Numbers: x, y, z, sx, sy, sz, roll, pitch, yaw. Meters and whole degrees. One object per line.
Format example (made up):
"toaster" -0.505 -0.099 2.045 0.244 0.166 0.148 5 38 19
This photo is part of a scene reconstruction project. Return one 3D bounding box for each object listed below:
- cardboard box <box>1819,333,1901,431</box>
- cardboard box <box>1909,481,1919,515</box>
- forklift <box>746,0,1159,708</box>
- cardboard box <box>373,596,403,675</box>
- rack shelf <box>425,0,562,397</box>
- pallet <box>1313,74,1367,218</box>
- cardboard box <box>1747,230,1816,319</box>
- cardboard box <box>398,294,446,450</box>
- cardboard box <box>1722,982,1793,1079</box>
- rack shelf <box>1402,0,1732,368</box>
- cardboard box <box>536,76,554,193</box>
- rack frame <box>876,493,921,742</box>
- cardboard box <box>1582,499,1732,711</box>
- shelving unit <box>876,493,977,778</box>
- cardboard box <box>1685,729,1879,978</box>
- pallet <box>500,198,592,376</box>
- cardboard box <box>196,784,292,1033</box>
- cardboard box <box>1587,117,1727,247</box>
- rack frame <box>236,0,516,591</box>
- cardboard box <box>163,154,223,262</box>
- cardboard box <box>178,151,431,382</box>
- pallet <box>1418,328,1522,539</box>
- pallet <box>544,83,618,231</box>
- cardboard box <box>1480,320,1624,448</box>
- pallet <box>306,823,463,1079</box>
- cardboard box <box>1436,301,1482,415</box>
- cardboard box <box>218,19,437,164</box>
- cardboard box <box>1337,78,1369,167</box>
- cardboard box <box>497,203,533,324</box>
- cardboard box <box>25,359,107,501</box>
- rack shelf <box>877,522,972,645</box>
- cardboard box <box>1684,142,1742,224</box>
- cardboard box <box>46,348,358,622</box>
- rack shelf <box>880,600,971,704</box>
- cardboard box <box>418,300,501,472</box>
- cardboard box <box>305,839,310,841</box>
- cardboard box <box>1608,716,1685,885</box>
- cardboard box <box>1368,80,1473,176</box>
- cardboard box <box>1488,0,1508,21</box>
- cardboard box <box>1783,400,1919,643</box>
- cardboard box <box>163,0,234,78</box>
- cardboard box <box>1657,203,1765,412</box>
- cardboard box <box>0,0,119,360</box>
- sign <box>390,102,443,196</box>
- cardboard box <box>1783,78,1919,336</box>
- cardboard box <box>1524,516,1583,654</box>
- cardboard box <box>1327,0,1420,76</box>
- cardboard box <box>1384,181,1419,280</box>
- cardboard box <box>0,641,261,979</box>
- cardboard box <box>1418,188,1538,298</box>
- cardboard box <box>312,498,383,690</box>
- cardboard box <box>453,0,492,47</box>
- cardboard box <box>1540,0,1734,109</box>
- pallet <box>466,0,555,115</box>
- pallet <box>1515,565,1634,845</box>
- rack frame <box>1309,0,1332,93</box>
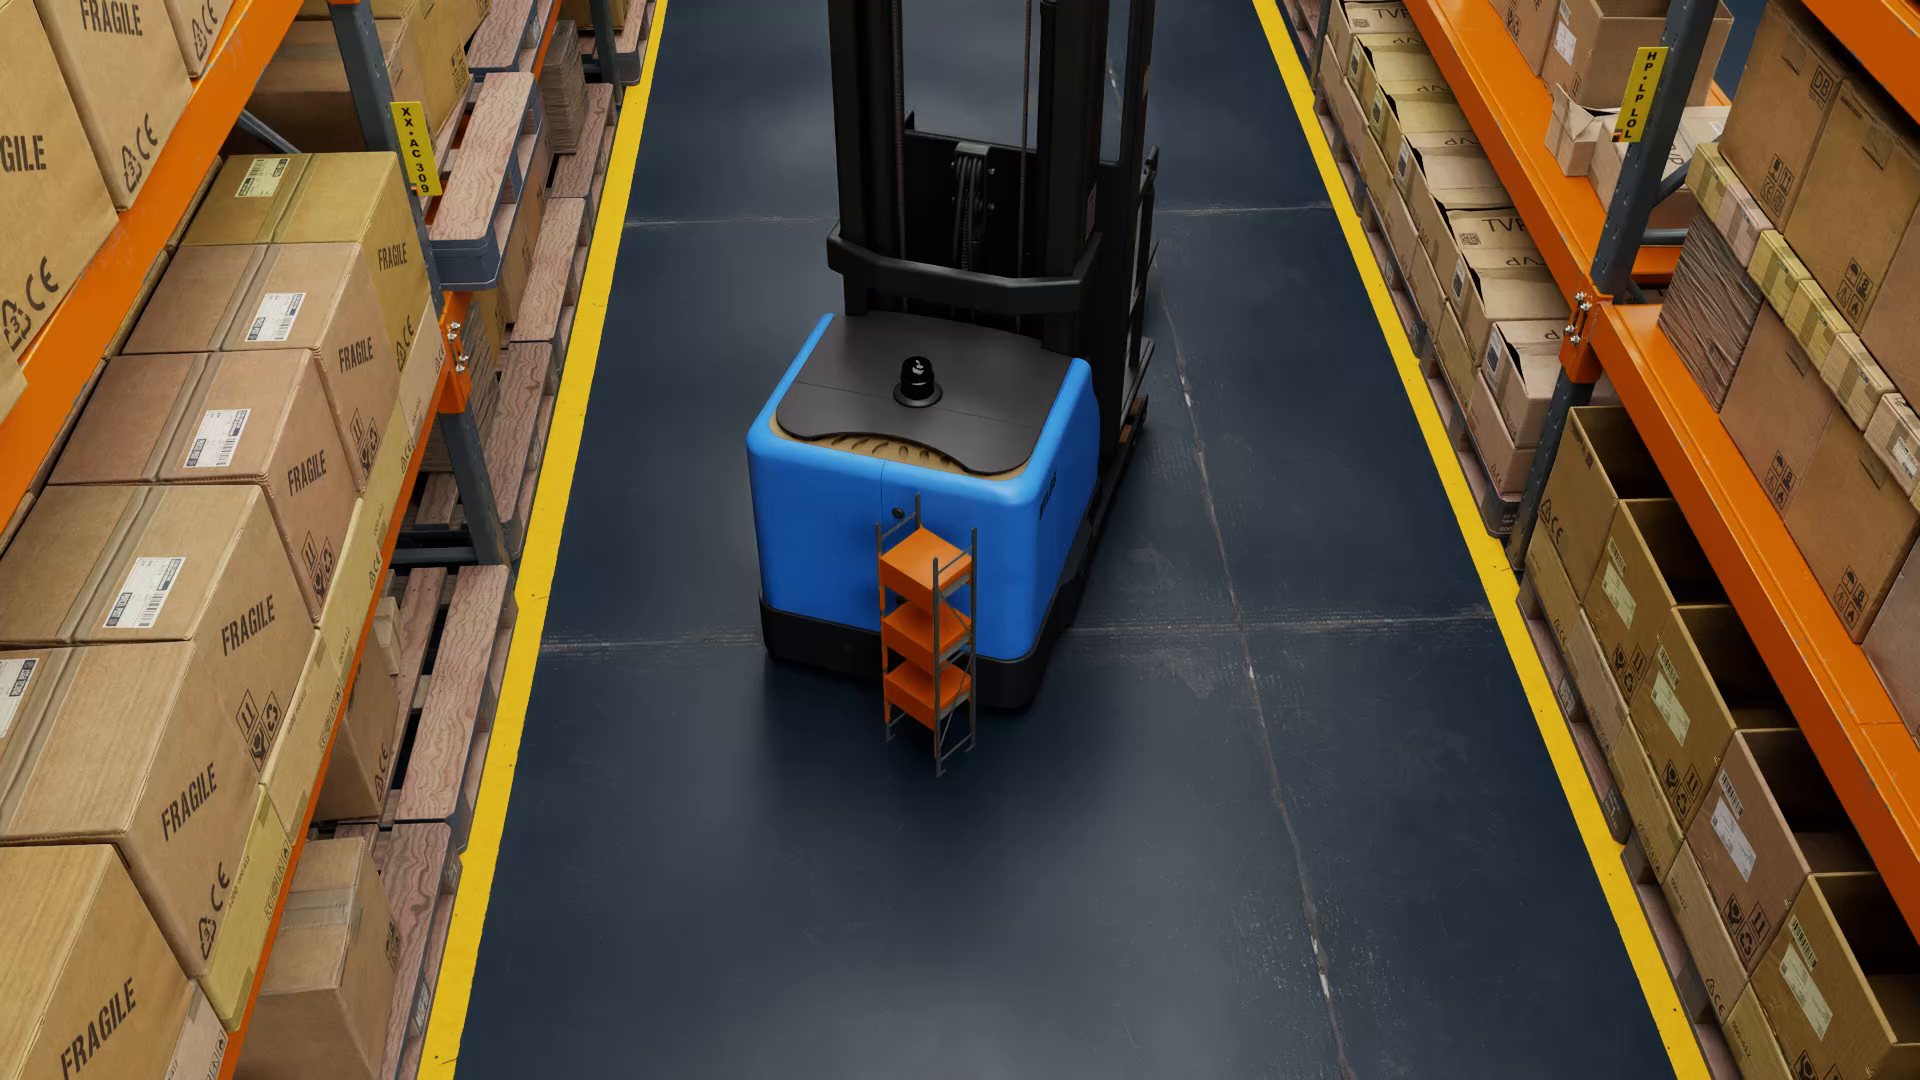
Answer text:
"cardboard box" 2.559 -0.431 4.446 0.380 0.149 0.250 -3 43 -3
"cardboard box" 2.583 -0.075 4.058 0.380 0.149 0.250 -2 43 -2
"forklift" 0.185 -1.485 6.201 1.130 2.935 3.031 12 44 13
"cardboard box" -2.200 0.356 5.913 0.380 0.166 0.250 -7 43 -7
"rack shelf" -2.338 -1.972 7.214 1.077 0.370 4.000 -2 43 -2
"pallet" 2.522 -2.147 8.936 1.003 0.211 1.213 -2 43 -2
"cardboard box" 2.538 -0.777 4.824 0.380 0.149 0.250 -3 43 -3
"cardboard box" -1.930 -0.528 5.202 0.500 0.250 0.500 -2 43 -2
"cardboard box" 2.492 1.499 4.618 0.500 0.250 0.500 -2 43 -2
"rack shelf" 2.611 -2.117 7.372 1.077 0.370 4.000 -2 43 -2
"cardboard box" -2.434 -1.992 8.228 0.700 0.500 0.500 -2 43 -2
"rack frame" -0.197 0.287 5.660 0.008 1.050 0.200 31 51 29
"cardboard box" 2.432 0.210 5.470 0.500 0.500 0.500 -2 43 -2
"shelving unit" -0.106 0.342 5.600 0.252 1.050 0.215 31 51 29
"cardboard box" 2.469 0.885 4.733 0.500 0.500 0.500 -2 43 -2
"pallet" -2.342 -1.210 7.914 1.003 0.211 1.213 -2 43 -2
"cardboard box" -1.839 0.829 3.722 0.500 0.250 0.500 -2 43 -2
"cardboard box" 2.632 -1.307 6.067 0.500 0.250 0.500 1 43 1
"rack frame" -2.253 -0.887 5.498 1.000 3.000 0.127 -2 43 -2
"cardboard box" -2.442 -0.792 4.935 0.500 0.500 0.500 -3 43 -3
"cardboard box" -1.924 -0.805 4.950 0.500 0.500 0.500 -2 43 -2
"pallet" 2.626 -0.500 7.139 1.003 0.211 1.213 -2 43 -2
"pallet" -2.391 -2.032 8.810 1.003 0.211 1.213 -2 43 -2
"cardboard box" 2.392 -0.645 6.542 0.500 0.311 0.500 -2 43 -2
"pallet" -2.134 1.419 5.046 1.003 0.211 1.213 -2 43 -2
"cardboard box" 2.369 -0.786 7.112 0.500 0.250 0.500 -2 43 -2
"cardboard box" -2.241 -1.430 5.691 0.700 0.500 0.500 -2 43 -2
"cardboard box" 2.277 -2.172 8.624 0.500 0.250 0.500 -3 43 -3
"cardboard box" -2.354 -1.317 7.491 0.700 0.500 0.500 -1 43 -1
"cardboard box" -2.408 -0.106 4.187 0.500 0.500 0.500 -1 43 -1
"rack shelf" -0.106 0.140 5.416 0.240 0.259 0.215 31 51 29
"cardboard box" 2.514 -1.121 5.199 0.380 0.149 0.250 -2 43 -2
"cardboard box" -1.886 -0.128 4.211 0.500 0.500 0.500 -3 43 -3
"rack shelf" -0.106 0.349 5.607 0.240 0.259 0.215 31 51 29
"cardboard box" -2.301 -0.624 6.735 0.700 0.500 0.500 0 43 0
"cardboard box" -2.205 1.082 5.134 0.380 0.149 0.250 -5 43 -5
"cardboard box" 2.445 0.824 5.355 0.500 0.250 0.500 -2 43 -2
"cardboard box" 2.305 -2.019 8.042 0.500 0.311 0.500 -3 43 -3
"cardboard box" 2.614 -2.636 7.332 0.500 0.500 0.500 -4 43 -4
"cardboard box" 2.768 -0.074 4.537 0.700 0.500 0.500 -1 43 -1
"cardboard box" -1.976 -1.361 3.706 0.500 0.500 0.500 -5 43 -5
"cardboard box" 2.721 -0.769 5.295 0.700 0.500 0.500 -3 43 -3
"cardboard box" -1.905 -0.645 2.925 0.500 0.500 0.500 1 43 1
"sign" -1.711 -1.227 5.228 0.100 0.325 0.005 -2 43 -2
"cardboard box" 2.744 -0.906 4.485 0.700 0.500 0.500 -2 43 -2
"cardboard box" 2.413 0.149 6.092 0.500 0.250 0.500 -2 43 -2
"cardboard box" 2.255 -2.718 8.804 0.500 0.311 0.500 0 43 0
"cardboard box" 2.327 -1.475 7.863 0.500 0.250 0.500 -1 43 -1
"cardboard box" -1.830 0.571 3.448 0.500 0.500 0.500 -3 43 -3
"cardboard box" 2.345 -1.333 7.293 0.500 0.311 0.500 -2 43 -2
"cardboard box" -1.880 0.148 4.465 0.500 0.250 0.500 -2 43 -2
"cardboard box" -2.316 -2.252 6.587 0.700 0.500 0.500 4 43 4
"cardboard box" 2.657 -1.943 6.576 0.500 0.500 0.500 1 43 1
"pallet" -2.298 -2.181 7.052 1.003 0.211 1.213 -2 43 -2
"pallet" 2.688 0.534 6.011 1.003 0.211 1.213 -2 43 -2
"rack frame" 2.526 -3.732 8.602 1.000 3.000 0.127 -2 43 -2
